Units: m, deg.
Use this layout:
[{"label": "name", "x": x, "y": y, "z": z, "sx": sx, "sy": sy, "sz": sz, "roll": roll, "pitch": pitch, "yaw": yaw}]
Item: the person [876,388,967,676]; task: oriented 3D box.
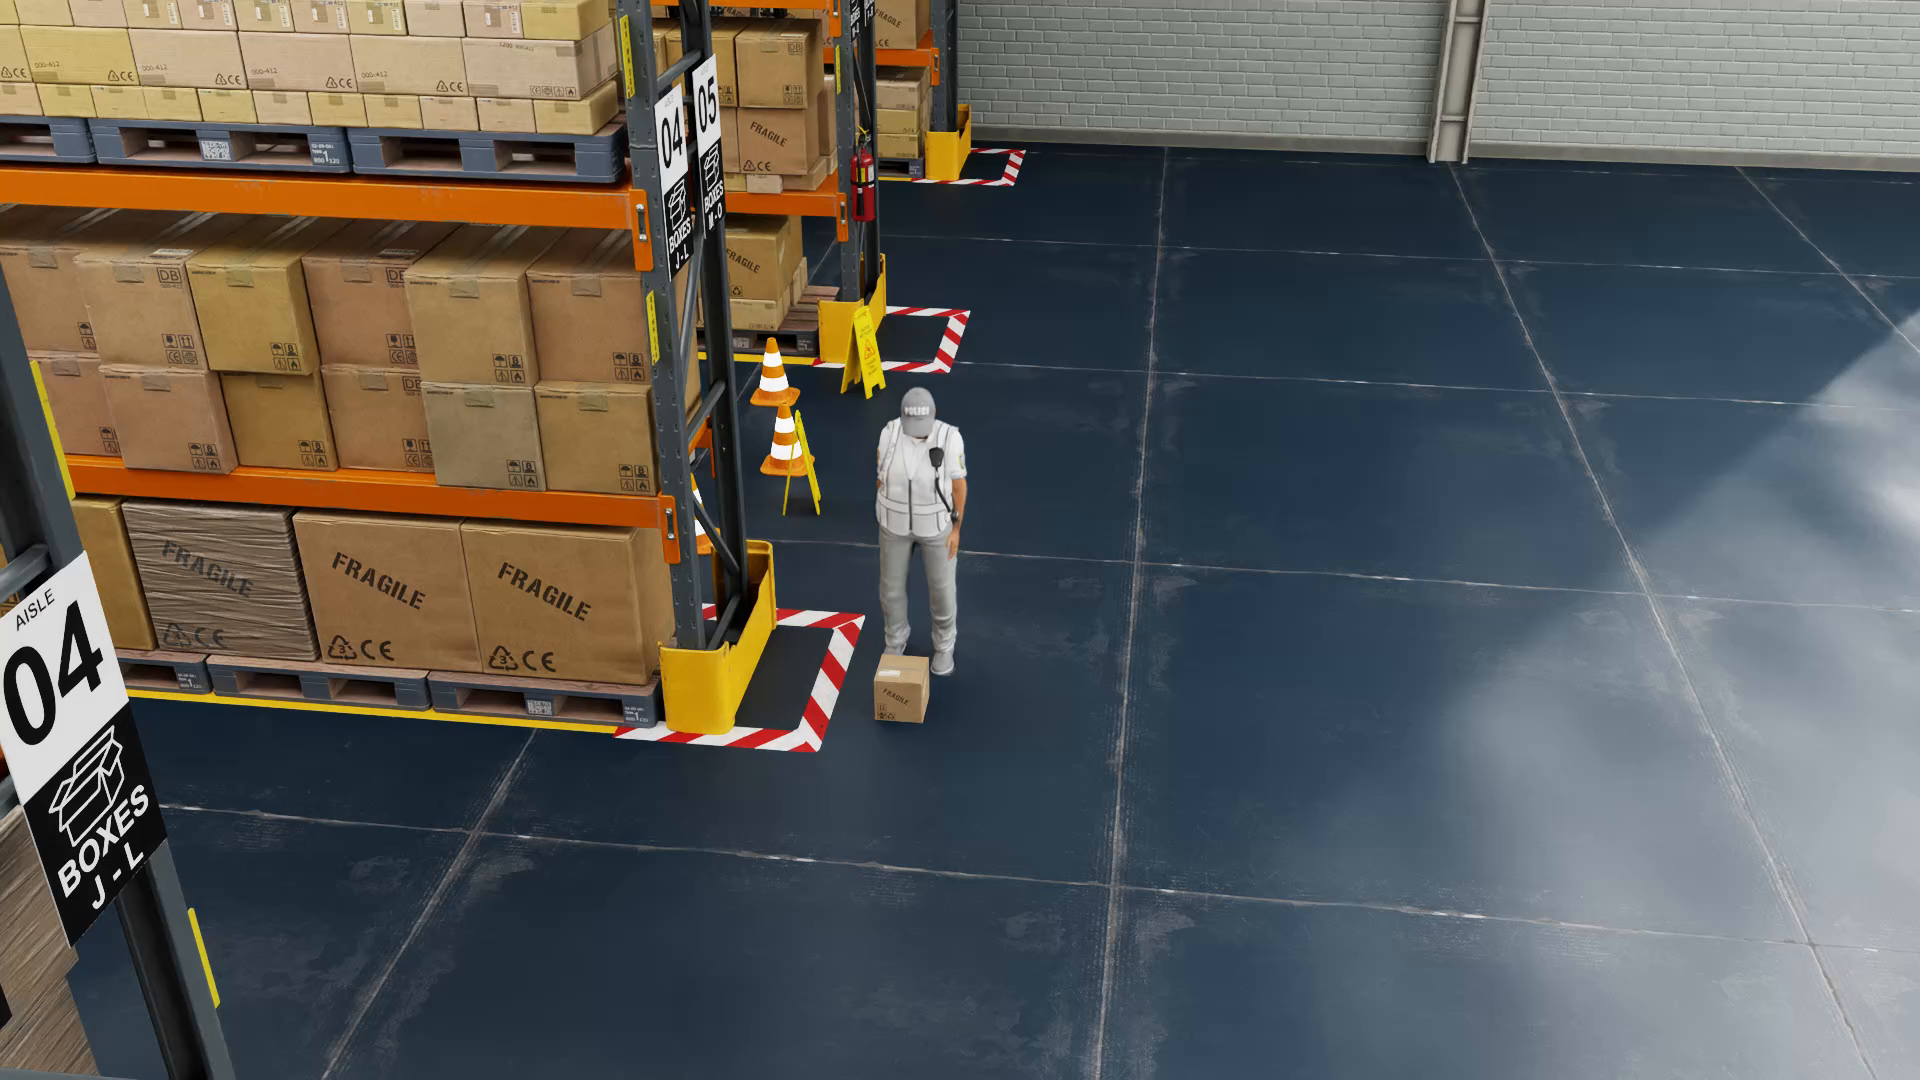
[{"label": "person", "x": -0.203, "y": -0.054, "z": 8.756, "sx": 0.483, "sy": 1.643, "sz": 0.429, "roll": 5, "pitch": 29, "yaw": 8}]
